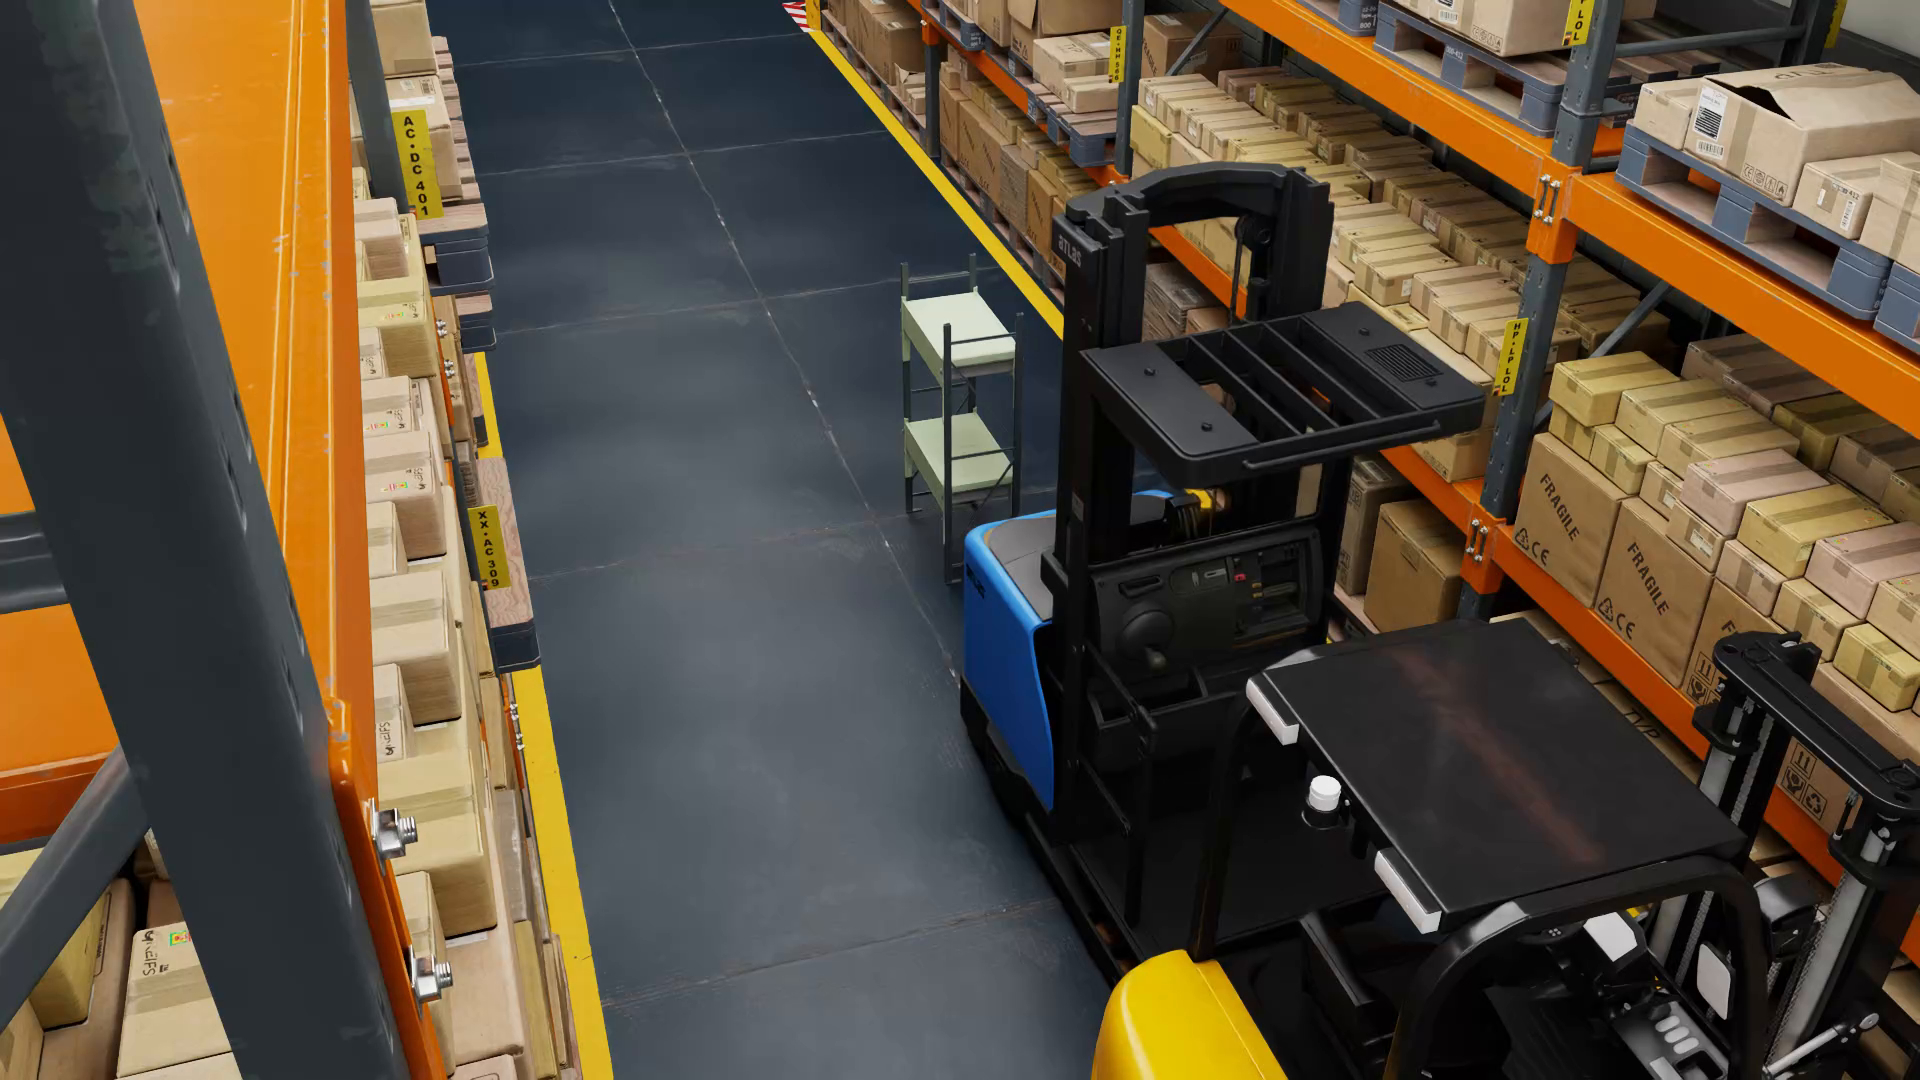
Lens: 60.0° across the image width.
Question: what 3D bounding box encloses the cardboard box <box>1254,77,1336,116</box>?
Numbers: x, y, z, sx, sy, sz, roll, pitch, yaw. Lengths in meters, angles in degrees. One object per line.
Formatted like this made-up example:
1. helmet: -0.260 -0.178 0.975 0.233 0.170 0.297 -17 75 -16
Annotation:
1. cardboard box: 1.905 -2.509 9.467 0.380 0.149 0.250 -9 35 -13

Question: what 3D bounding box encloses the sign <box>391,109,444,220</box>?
1. sign: -1.565 -1.078 4.790 0.100 0.325 0.005 -10 35 -15

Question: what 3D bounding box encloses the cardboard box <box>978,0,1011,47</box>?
1. cardboard box: 0.539 -3.794 11.618 0.700 0.500 0.500 -10 35 -15

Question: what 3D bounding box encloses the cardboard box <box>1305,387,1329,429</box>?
1. cardboard box: 2.017 -0.612 9.047 0.875 0.625 0.625 -11 35 -17

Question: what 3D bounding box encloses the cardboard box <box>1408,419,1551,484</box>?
1. cardboard box: 2.244 -0.510 7.257 0.500 0.250 0.500 -9 35 -14

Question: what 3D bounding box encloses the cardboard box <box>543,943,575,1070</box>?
1. cardboard box: -1.486 1.676 5.245 0.500 0.500 0.500 -9 35 -14

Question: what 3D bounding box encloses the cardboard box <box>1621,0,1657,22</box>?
1. cardboard box: 2.575 -2.194 6.705 0.380 0.149 0.250 -10 35 -15

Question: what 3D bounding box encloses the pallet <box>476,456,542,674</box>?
1. pallet: -2.174 0.139 6.312 1.003 0.211 1.213 -10 35 -15

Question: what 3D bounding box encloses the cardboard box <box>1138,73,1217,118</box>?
1. cardboard box: 1.244 -2.548 9.525 0.380 0.149 0.250 -9 35 -13

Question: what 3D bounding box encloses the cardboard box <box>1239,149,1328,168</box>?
1. cardboard box: 1.647 -1.872 8.502 0.380 0.149 0.250 -9 35 -14

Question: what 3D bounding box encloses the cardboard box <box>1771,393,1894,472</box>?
1. cardboard box: 3.163 -0.396 5.999 0.380 0.149 0.250 -10 35 -15

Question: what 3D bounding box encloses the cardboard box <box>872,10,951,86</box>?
1. cardboard box: -0.377 -4.447 14.965 0.700 0.500 0.500 -11 35 -17

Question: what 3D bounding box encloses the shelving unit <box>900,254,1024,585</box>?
1. shelving unit: 0.002 -0.622 8.651 0.431 1.500 0.755 -10 35 -15

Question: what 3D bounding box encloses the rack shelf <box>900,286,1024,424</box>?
1. rack shelf: 0.002 -0.948 8.436 0.431 0.370 0.720 -10 35 -15

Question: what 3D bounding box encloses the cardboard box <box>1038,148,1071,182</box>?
1. cardboard box: 0.770 -2.633 11.631 0.380 0.149 0.250 -11 35 -15

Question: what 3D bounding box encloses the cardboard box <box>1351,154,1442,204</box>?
1. cardboard box: 2.206 -1.825 8.431 0.380 0.149 0.250 -9 35 -13

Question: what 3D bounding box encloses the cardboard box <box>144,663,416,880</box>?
1. cardboard box: -1.055 0.355 2.595 0.380 0.149 0.250 -10 35 -15

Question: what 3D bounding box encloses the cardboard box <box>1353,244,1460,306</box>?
1. cardboard box: 2.004 -1.192 7.473 0.380 0.149 0.250 -11 35 -16

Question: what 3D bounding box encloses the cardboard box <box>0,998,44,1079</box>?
1. cardboard box: -1.381 0.705 2.066 0.380 0.149 0.250 -10 35 -15

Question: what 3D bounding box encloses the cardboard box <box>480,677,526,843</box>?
1. cardboard box: -1.543 0.779 4.809 0.500 0.500 0.500 -9 34 -13

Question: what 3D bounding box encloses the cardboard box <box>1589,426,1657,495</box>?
1. cardboard box: 2.574 -0.317 6.149 0.380 0.149 0.250 -9 35 -14

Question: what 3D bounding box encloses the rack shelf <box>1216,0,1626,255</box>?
1. rack shelf: 2.037 -2.353 7.842 1.077 0.370 4.000 -10 35 -15

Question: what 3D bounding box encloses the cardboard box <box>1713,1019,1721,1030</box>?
1. cardboard box: 2.957 1.731 5.843 0.500 0.250 0.500 -9 34 -13

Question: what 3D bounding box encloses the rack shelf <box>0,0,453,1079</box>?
1. rack shelf: -1.469 -0.667 2.571 1.077 0.370 4.000 -10 35 -15

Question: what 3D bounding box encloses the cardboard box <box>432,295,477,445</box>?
1. cardboard box: -2.240 -0.676 6.629 0.500 0.500 0.500 -10 35 -15

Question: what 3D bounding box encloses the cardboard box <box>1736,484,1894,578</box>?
1. cardboard box: 2.799 -0.033 5.449 0.380 0.149 0.250 -11 35 -15

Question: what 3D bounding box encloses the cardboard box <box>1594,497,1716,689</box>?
1. cardboard box: 2.708 0.154 6.025 0.500 0.500 0.500 -9 35 -14

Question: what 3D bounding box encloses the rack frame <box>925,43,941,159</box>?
1. rack frame: 0.207 -4.552 13.238 1.000 3.000 0.127 -10 35 -15

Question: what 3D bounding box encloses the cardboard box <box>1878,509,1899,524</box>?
1. cardboard box: 3.275 0.003 5.665 0.380 0.149 0.250 -9 34 -13

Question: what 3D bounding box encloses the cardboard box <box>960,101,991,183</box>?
1. cardboard box: 0.312 -3.115 12.949 0.500 0.500 0.500 -10 35 -15

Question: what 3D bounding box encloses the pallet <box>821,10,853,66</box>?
1. pallet: -0.746 -5.031 16.491 1.003 0.211 1.213 -10 35 -15

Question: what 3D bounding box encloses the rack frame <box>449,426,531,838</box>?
1. rack frame: -2.079 0.485 5.615 1.000 3.000 0.127 -10 35 -15

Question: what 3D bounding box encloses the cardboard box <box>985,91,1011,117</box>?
1. cardboard box: 0.407 -3.315 12.664 0.380 0.149 0.250 -11 35 -16

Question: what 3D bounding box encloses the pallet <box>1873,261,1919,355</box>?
1. pallet: 3.300 -0.484 4.440 1.003 0.211 1.213 -10 35 -15

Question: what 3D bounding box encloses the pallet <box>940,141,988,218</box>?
1. pallet: 0.491 -2.968 13.370 1.003 0.211 1.213 -10 35 -15

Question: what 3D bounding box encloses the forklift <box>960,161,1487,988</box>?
1. forklift: 1.007 0.280 5.987 1.130 2.935 3.031 -12 35 -18

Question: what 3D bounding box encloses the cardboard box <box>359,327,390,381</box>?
1. cardboard box: -1.442 -0.321 3.618 0.380 0.149 0.250 -11 35 -16

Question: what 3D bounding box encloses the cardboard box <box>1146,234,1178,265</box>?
1. cardboard box: 1.093 -1.770 10.914 0.500 0.500 0.500 -9 35 -13

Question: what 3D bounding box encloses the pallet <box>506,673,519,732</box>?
1. pallet: -2.694 0.598 7.973 1.003 0.211 1.213 -10 35 -15

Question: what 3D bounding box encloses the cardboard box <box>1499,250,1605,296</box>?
1. cardboard box: 2.637 -1.166 7.434 0.380 0.149 0.250 -10 35 -15

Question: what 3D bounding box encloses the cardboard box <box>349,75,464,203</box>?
1. cardboard box: -1.875 -1.254 5.280 0.500 0.250 0.500 -11 35 -16

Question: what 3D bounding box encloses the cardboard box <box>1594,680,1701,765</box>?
1. cardboard box: 2.642 0.780 6.375 0.500 0.250 0.500 -10 35 -15

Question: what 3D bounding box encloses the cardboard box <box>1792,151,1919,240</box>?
1. cardboard box: 2.729 -1.025 4.936 0.380 0.149 0.250 -9 35 -13

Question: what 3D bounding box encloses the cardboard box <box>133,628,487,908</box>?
1. cardboard box: -1.084 0.430 2.844 0.500 0.250 0.500 -9 35 -13

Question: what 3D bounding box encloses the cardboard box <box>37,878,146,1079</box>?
1. cardboard box: -1.411 0.782 2.311 0.500 0.250 0.500 -10 35 -15

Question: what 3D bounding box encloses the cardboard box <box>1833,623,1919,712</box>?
1. cardboard box: 2.946 0.362 5.121 0.380 0.149 0.250 -11 35 -16

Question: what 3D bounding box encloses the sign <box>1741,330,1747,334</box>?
1. sign: 3.175 -0.840 6.763 0.100 0.325 0.005 -10 35 -15

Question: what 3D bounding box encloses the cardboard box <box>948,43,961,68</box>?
1. cardboard box: 0.121 -3.856 13.213 0.380 0.149 0.250 -11 35 -16

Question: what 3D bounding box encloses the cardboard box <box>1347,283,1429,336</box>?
1. cardboard box: 2.090 -0.982 7.517 0.500 0.250 0.500 -11 35 -16
